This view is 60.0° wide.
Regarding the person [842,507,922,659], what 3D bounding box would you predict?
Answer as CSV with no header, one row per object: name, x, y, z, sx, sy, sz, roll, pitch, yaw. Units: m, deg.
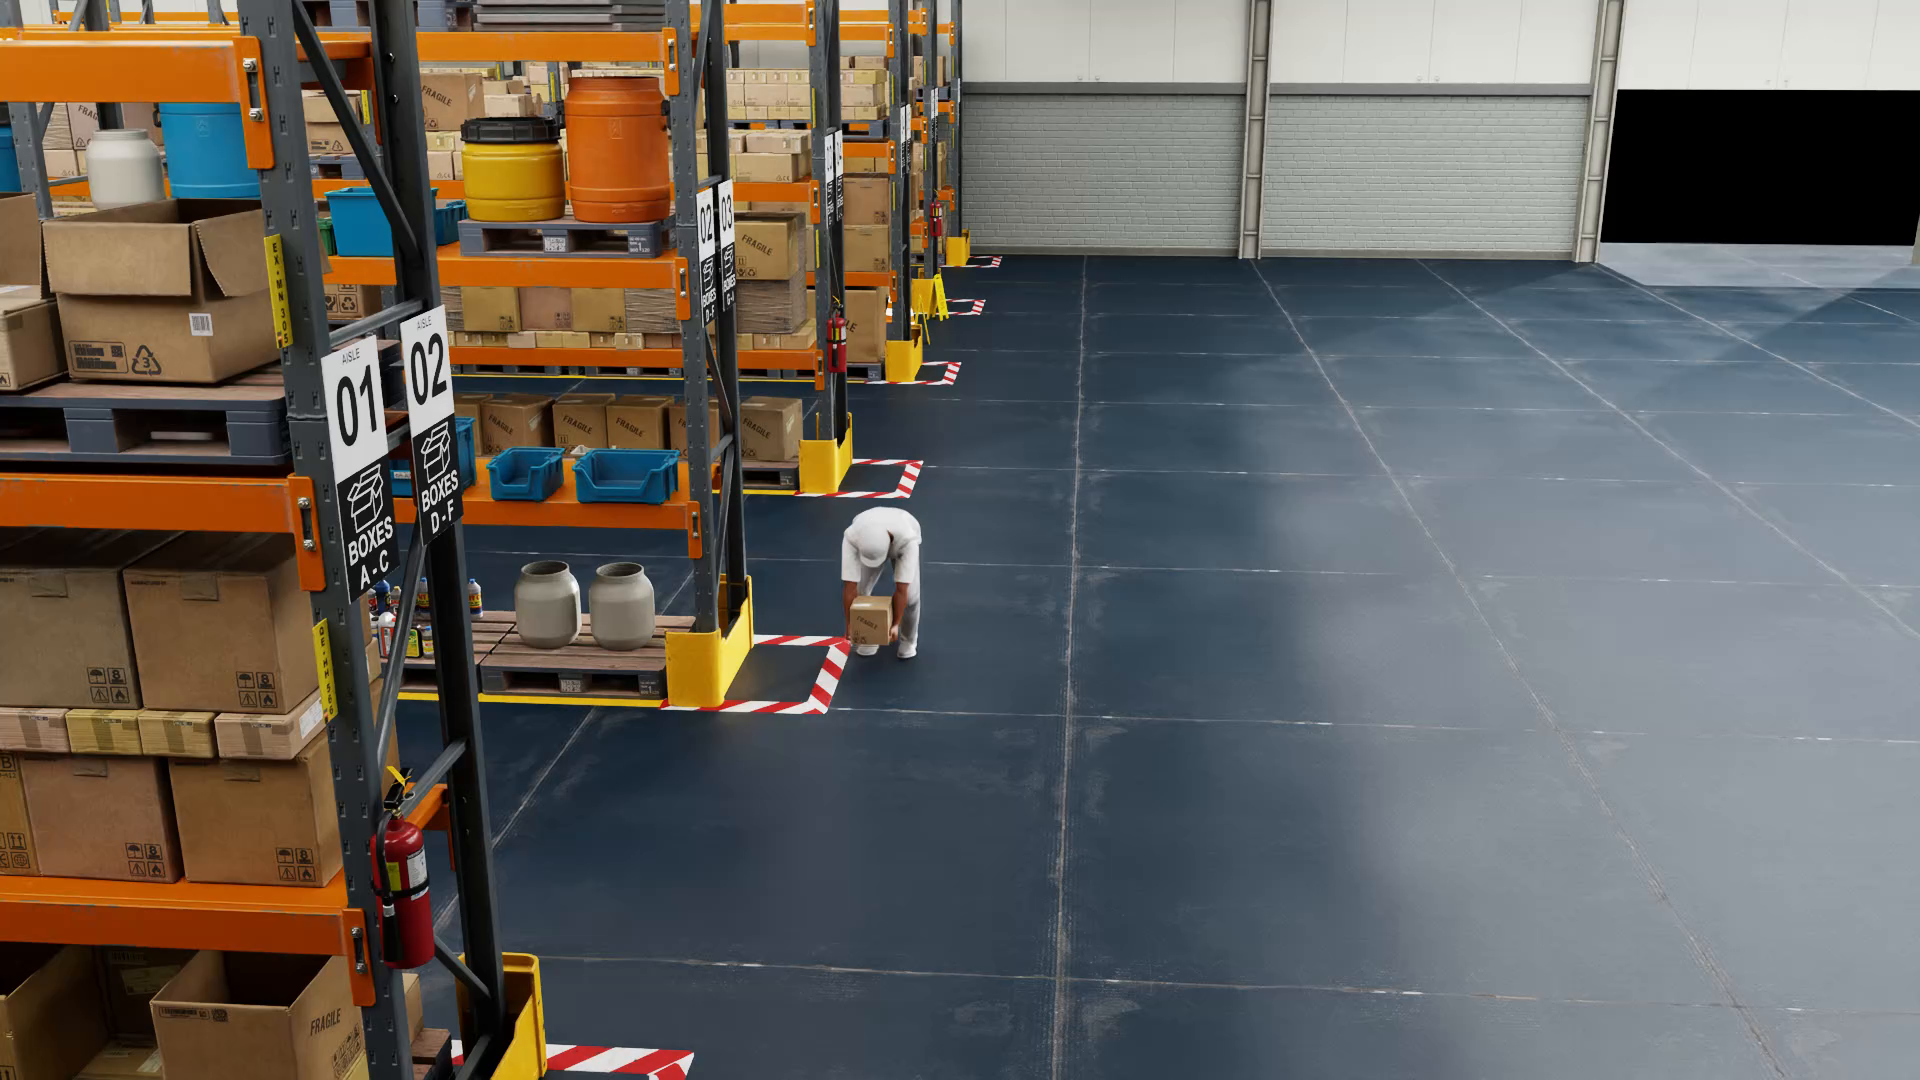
person,-0.512,0.305,11.148,0.514,1.099,0.965,3,18,8
